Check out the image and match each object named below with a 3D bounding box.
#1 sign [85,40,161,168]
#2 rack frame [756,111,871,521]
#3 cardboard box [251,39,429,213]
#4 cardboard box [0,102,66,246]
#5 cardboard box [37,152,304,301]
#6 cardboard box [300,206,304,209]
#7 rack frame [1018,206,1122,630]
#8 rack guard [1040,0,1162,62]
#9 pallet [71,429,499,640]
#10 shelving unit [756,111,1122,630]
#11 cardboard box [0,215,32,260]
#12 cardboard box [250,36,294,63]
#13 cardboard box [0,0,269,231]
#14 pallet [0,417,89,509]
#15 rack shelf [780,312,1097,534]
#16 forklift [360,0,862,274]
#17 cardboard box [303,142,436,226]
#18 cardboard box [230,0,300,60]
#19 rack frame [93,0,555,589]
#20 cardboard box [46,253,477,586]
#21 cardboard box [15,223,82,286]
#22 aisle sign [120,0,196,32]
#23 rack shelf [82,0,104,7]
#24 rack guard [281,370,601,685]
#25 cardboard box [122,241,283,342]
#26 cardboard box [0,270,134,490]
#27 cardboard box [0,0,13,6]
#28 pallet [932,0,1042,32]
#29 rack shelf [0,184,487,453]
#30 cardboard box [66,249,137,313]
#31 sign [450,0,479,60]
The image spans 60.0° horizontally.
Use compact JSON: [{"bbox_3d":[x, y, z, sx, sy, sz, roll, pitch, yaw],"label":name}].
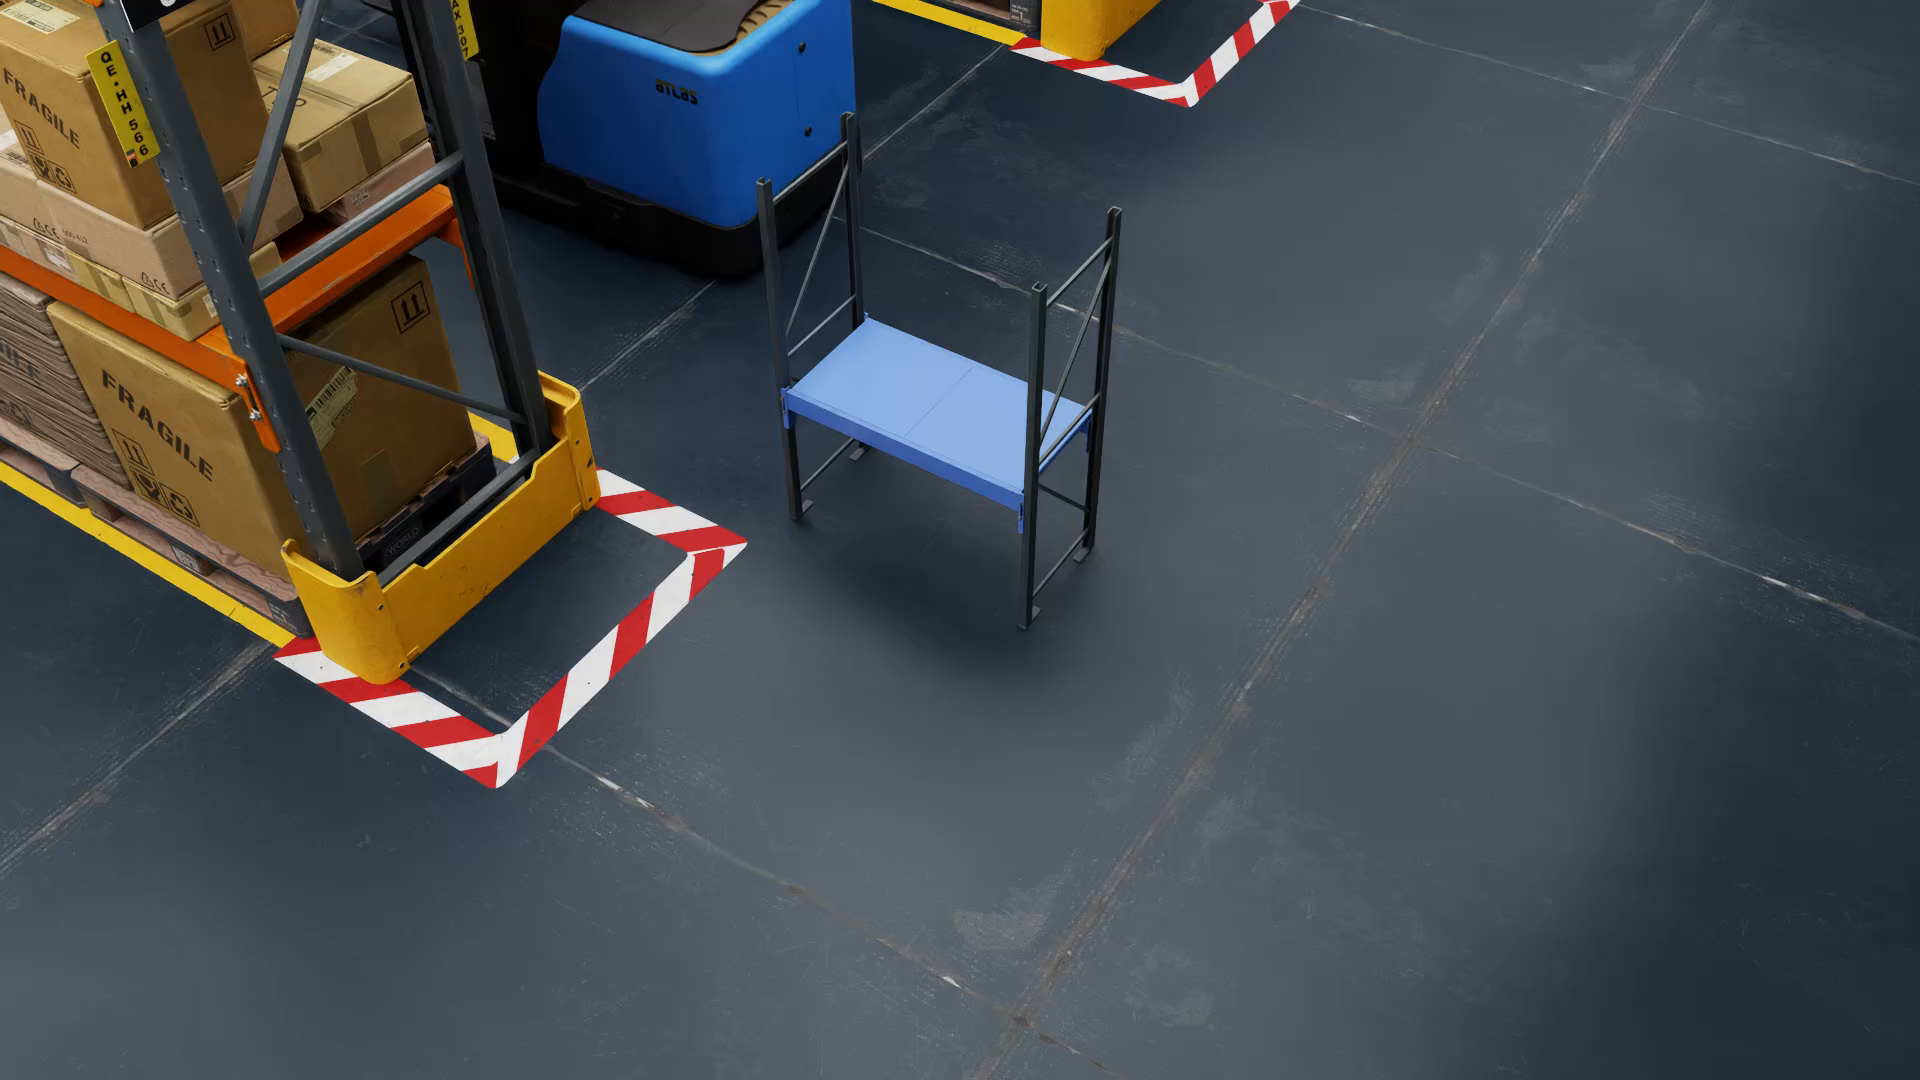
[{"bbox_3d":[-2.145,-1.117,4.272,0.005,0.325,0.100,25,51,22],"label":"sign"},{"bbox_3d":[-0.500,-0.753,5.935,0.032,1.500,0.500,25,51,22],"label":"rack frame"},{"bbox_3d":[-2.098,-1.354,5.371,0.500,0.250,0.500,23,50,21],"label":"cardboard box"},{"bbox_3d":[-2.818,-1.229,5.250,0.500,0.250,0.500,24,50,21],"label":"cardboard box"},{"bbox_3d":[-2.391,-1.032,5.059,0.500,0.250,0.500,24,50,22],"label":"cardboard box"},{"bbox_3d":[-2.178,-1.301,5.598,0.250,0.149,0.380,24,50,22],"label":"cardboard box"},{"bbox_3d":[0.356,-0.359,5.553,0.032,1.500,0.500,25,51,22],"label":"rack frame"},{"bbox_3d":[0.861,-3.071,8.885,0.348,0.500,1.175,25,51,22],"label":"rack guard"},{"bbox_3d":[-2.555,-0.244,6.340,1.213,0.211,1.003,25,51,22],"label":"pallet"},{"bbox_3d":[-0.072,-0.556,5.744,1.048,1.500,0.538,25,51,22],"label":"shelving unit"},{"bbox_3d":[-2.959,-1.100,5.403,0.250,0.149,0.380,26,51,23],"label":"cardboard box"},{"bbox_3d":[-2.540,-1.551,5.563,0.500,0.250,0.500,24,51,22],"label":"cardboard box"},{"bbox_3d":[-2.392,-1.296,4.792,0.500,0.500,0.500,25,51,23],"label":"cardboard box"},{"bbox_3d":[-3.578,-0.717,6.800,1.213,0.211,1.003,25,51,22],"label":"pallet"},{"bbox_3d":[-0.072,-0.430,5.873,1.000,0.185,0.538,25,51,22],"label":"rack shelf"},{"bbox_3d":[-1.992,-2.982,7.104,3.031,2.935,1.130,23,50,21],"label":"forklift"},{"bbox_3d":[-1.961,-1.203,5.502,0.250,0.149,0.380,25,51,23],"label":"cardboard box"},{"bbox_3d":[-2.519,-1.809,5.290,0.500,0.500,0.500,24,50,21],"label":"cardboard box"},{"bbox_3d":[-1.840,-0.953,5.085,0.127,3.000,1.000,25,51,22],"label":"rack frame"},{"bbox_3d":[-2.422,-0.559,5.890,0.875,0.875,0.875,25,51,22],"label":"cardboard box"},{"bbox_3d":[-2.749,-1.003,5.308,0.250,0.149,0.380,25,51,22],"label":"cardboard box"},{"bbox_3d":[-1.942,-1.650,3.950,0.004,0.787,0.394,25,51,22],"label":"aisle sign"},{"bbox_3d":[-3.524,-2.522,5.020,4.000,0.370,1.077,25,51,22],"label":"rack shelf"},{"bbox_3d":[-1.820,-0.073,5.972,0.348,0.500,1.175,25,51,22],"label":"rack guard"},{"bbox_3d":[-2.318,-0.805,5.116,0.250,0.149,0.380,26,51,23],"label":"cardboard box"},{"bbox_3d":[-3.188,-0.911,6.233,0.875,0.875,0.875,25,51,22],"label":"cardboard box"},{"bbox_3d":[-2.959,-2.006,5.482,0.500,0.500,0.500,23,50,21],"label":"cardboard box"},{"bbox_3d":[0.161,-3.314,9.324,1.213,0.211,1.003,25,51,22],"label":"pallet"},{"bbox_3d":[-3.524,-1.477,6.095,4.000,0.370,1.077,25,51,22],"label":"rack shelf"},{"bbox_3d":[-2.537,-0.905,5.213,0.250,0.149,0.380,25,51,22],"label":"cardboard box"},{"bbox_3d":[-1.536,-1.615,5.069,0.005,0.325,0.100,25,51,22],"label":"sign"}]
